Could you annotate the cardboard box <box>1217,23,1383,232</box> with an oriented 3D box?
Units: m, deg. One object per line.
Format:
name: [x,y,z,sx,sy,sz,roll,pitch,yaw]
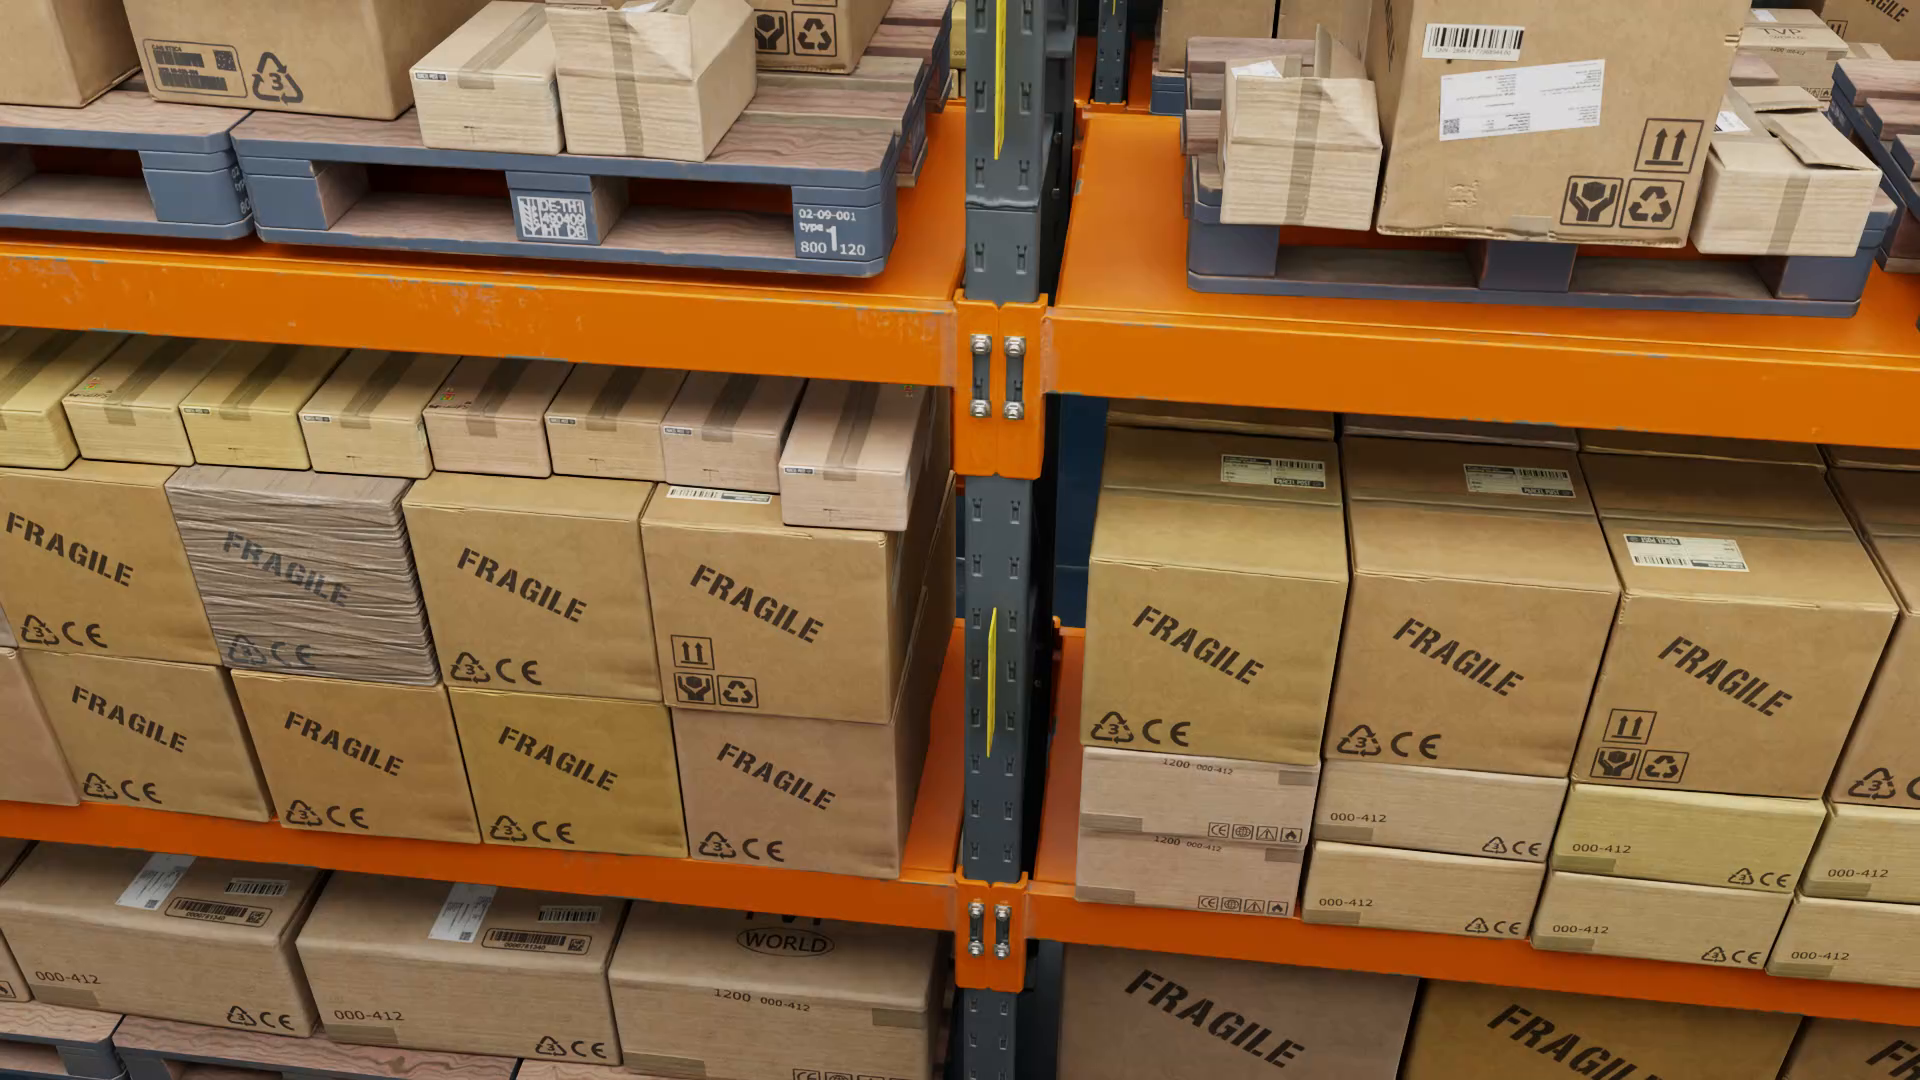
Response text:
cardboard box: [0.586,-0.737,2.872,0.258,0.266,0.396,4,36,6]

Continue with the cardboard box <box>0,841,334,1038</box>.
cardboard box: [-2.257,0.992,5.122,0.875,0.438,0.875,5,36,7]

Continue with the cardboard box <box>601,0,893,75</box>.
cardboard box: [-0.422,-1.276,3.340,0.500,0.500,0.500,5,36,7]

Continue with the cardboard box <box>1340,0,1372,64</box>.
cardboard box: [1.036,-1.050,3.272,0.500,0.311,0.500,4,36,6]

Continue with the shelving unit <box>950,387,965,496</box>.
shelving unit: [0.014,-0.487,6.900,0.189,1.200,0.258,4,36,6]

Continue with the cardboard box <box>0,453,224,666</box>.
cardboard box: [-1.873,-0.078,3.831,0.500,0.500,0.500,4,36,6]

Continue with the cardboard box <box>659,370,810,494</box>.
cardboard box: [-0.459,-0.271,3.543,0.250,0.149,0.380,5,36,7]

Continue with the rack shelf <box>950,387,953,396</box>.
rack shelf: [0.014,-0.646,6.786,0.180,0.103,0.258,4,36,6]

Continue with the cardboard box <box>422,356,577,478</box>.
cardboard box: [-0.958,-0.304,3.589,0.250,0.149,0.380,4,36,6]

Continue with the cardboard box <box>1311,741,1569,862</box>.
cardboard box: [1.056,0.437,3.755,0.500,0.250,0.500,5,36,7]

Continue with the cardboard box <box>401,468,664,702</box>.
cardboard box: [-0.871,-0.004,3.727,0.500,0.500,0.500,4,36,5]

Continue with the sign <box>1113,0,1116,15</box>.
sign: [0.702,-2.538,7.478,0.005,0.325,0.100,4,36,6]

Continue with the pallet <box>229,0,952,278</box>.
pallet: [-0.675,-0.890,3.409,1.213,0.211,1.003,4,36,6]

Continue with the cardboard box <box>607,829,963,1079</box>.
cardboard box: [-0.474,1.125,4.935,0.875,0.438,0.875,4,36,5]

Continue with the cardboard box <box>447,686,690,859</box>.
cardboard box: [-0.869,0.399,4.023,0.500,0.500,0.500,3,36,5]

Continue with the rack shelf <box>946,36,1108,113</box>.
rack shelf: [-1.220,-2.354,8.585,4.000,0.370,1.077,4,36,6]

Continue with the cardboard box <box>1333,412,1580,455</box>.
cardboard box: [1.124,-0.164,3.950,0.500,0.500,0.500,5,36,7]

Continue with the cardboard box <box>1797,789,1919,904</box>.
cardboard box: [2.055,0.526,3.630,0.500,0.250,0.500,3,36,5]

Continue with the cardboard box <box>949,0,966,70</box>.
cardboard box: [0.227,-2.456,7.982,0.500,0.250,0.500,5,36,7]

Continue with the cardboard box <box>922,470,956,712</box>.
cardboard box: [-0.297,0.135,4.392,0.500,0.500,0.500,5,36,7]

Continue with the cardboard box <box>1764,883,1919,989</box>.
cardboard box: [2.052,0.734,3.768,0.500,0.250,0.500,4,36,5]

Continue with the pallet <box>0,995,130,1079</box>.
pallet: [-3.030,1.215,5.366,1.213,0.211,1.003,4,36,6]

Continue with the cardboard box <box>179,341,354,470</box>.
cardboard box: [-1.471,-0.320,3.612,0.250,0.149,0.380,4,36,5]

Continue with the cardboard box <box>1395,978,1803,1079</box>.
cardboard box: [1.657,1.118,4.569,0.875,0.875,0.875,5,36,7]

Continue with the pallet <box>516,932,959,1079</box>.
pallet: [-0.610,1.395,5.113,1.213,0.211,1.003,4,36,6]

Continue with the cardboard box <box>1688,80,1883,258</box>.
cardboard box: [1.345,-0.640,2.822,0.250,0.166,0.380,2,36,3]

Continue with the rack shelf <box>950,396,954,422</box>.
rack shelf: [0.014,-0.549,6.856,0.180,0.103,0.258,4,36,6]

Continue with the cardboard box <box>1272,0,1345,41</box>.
cardboard box: [1.728,-2.507,7.733,0.500,0.500,0.700,5,36,6]

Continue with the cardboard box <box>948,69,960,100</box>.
cardboard box: [-0.107,-2.286,8.088,0.250,0.149,0.380,5,36,7]

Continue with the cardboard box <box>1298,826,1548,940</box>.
cardboard box: [1.051,0.645,3.893,0.500,0.250,0.500,3,36,5]

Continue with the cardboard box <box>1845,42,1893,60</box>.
cardboard box: [4.030,-2.099,7.463,0.250,0.149,0.380,5,36,7]

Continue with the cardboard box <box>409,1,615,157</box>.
cardboard box: [-0.802,-0.851,3.047,0.250,0.149,0.380,5,36,7]

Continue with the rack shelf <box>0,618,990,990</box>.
rack shelf: [-1.849,0.507,4.577,4.000,0.370,1.077,4,36,6]

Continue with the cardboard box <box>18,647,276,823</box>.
cardboard box: [-1.887,0.323,4.129,0.500,0.500,0.500,5,36,8]

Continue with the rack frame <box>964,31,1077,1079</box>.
rack frame: [0.135,0.362,4.161,0.127,3.000,1.000,4,36,6]

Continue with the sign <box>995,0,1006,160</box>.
sign: [0.066,-0.782,2.668,0.005,0.325,0.100,4,36,6]

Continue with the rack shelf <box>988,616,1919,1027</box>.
rack shelf: [2.118,0.803,4.163,4.000,0.370,1.077,4,36,6]

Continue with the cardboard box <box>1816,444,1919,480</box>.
cardboard box: [2.140,-0.085,3.840,0.500,0.500,0.500,5,36,7]

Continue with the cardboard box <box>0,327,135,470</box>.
cardboard box: [-1.983,-0.321,3.613,0.250,0.149,0.380,3,36,5]

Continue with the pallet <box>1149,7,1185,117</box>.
pallet: [1.542,-2.298,8.054,1.213,0.211,1.003,4,36,6]

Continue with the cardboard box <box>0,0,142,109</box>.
cardboard box: [-1.852,-1.172,3.194,0.500,0.500,0.500,5,36,7]

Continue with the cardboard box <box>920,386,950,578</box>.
cardboard box: [-0.307,-0.261,4.086,0.500,0.500,0.500,4,36,6]

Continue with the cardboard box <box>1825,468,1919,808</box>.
cardboard box: [2.053,0.207,3.431,0.500,0.500,0.500,4,36,5]

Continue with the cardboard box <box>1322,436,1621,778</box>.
cardboard box: [1.043,0.134,3.533,0.500,0.500,0.500,4,36,6]

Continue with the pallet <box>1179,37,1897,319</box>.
pallet: [1.050,-0.742,3.290,1.217,0.209,0.805,3,36,4]
